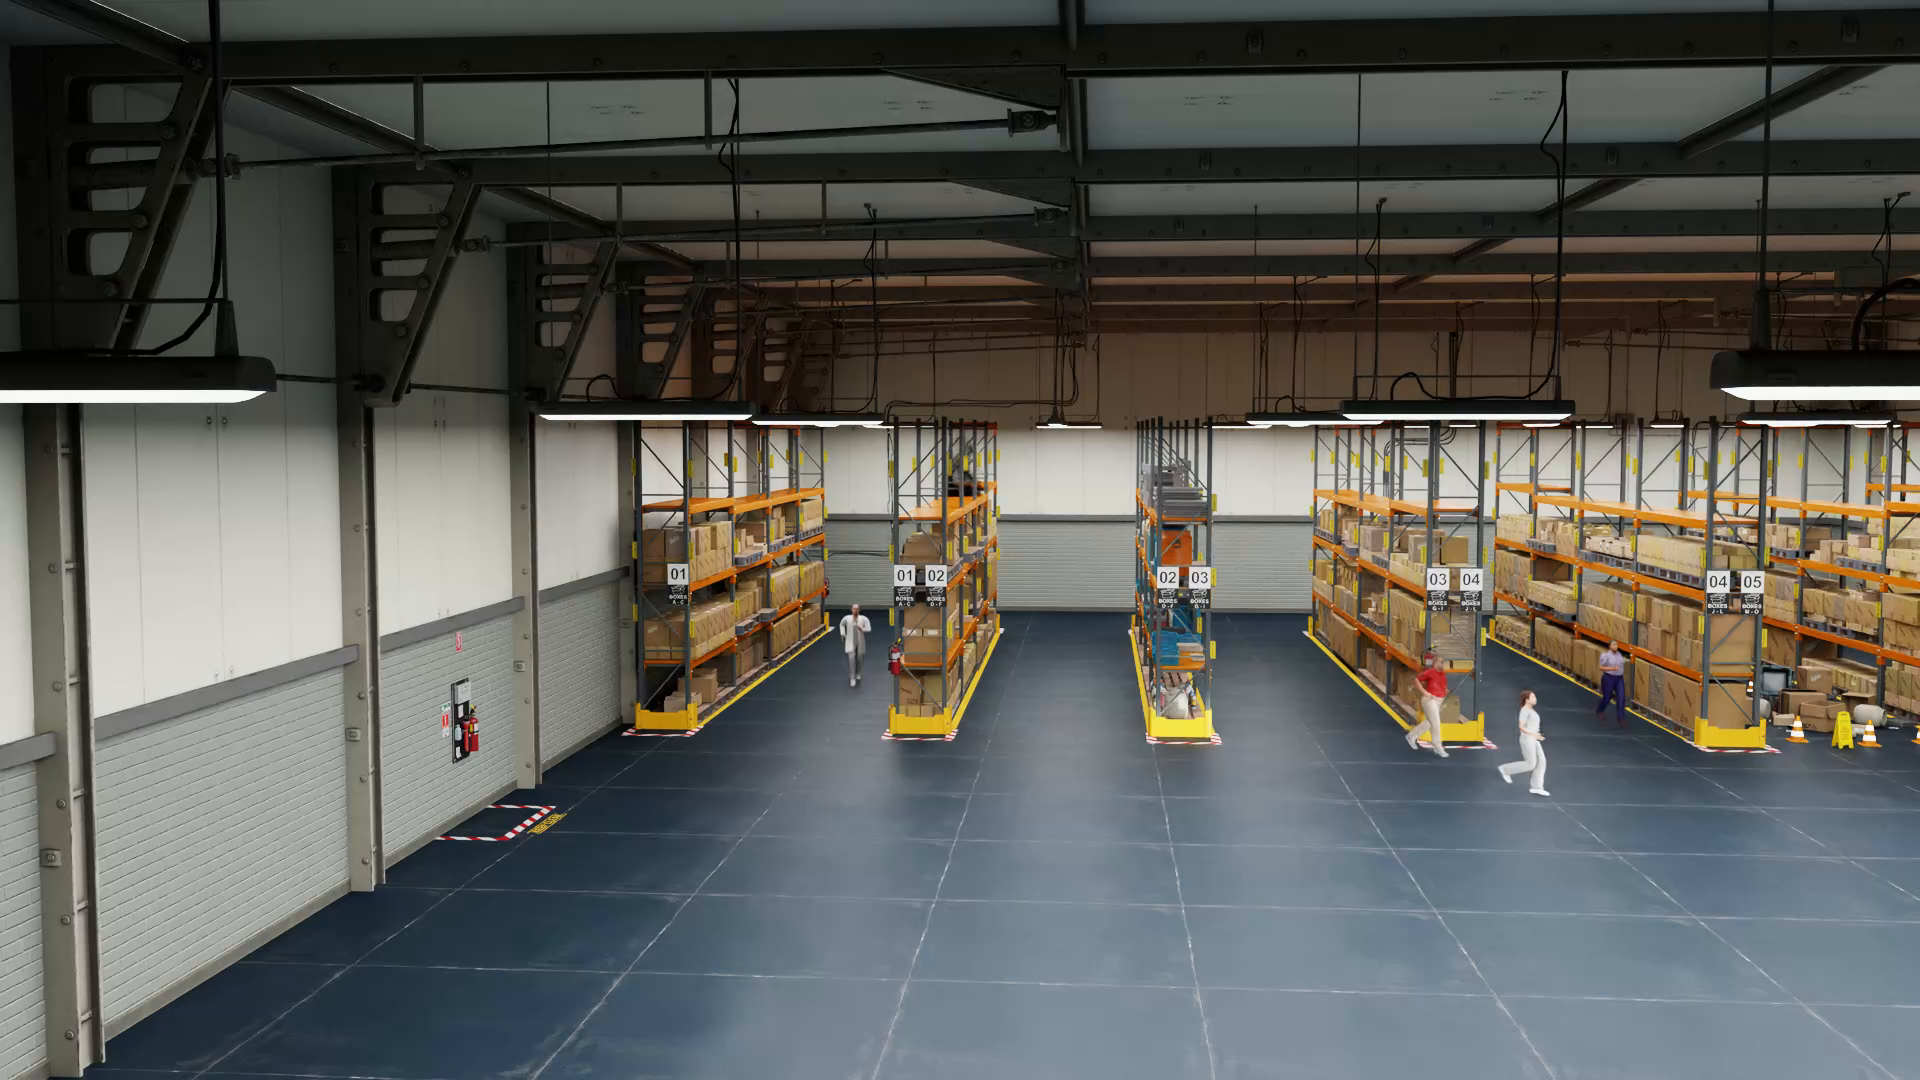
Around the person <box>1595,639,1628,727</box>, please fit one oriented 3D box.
[{"bbox_3d":[12.726,2.758,32.415,0.608,1.647,0.880,-1,4,-9],"label":"person"}]

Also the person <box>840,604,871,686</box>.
[{"bbox_3d":[-2.364,2.346,37.639,0.694,1.782,1.042,0,4,-6],"label":"person"}]

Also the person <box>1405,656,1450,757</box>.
[{"bbox_3d":[8.449,2.935,29.700,0.680,1.733,0.914,-4,5,-44],"label":"person"}]

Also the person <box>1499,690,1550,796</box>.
[{"bbox_3d":[8.958,3.193,26.322,0.791,1.654,0.565,2,4,33],"label":"person"}]
